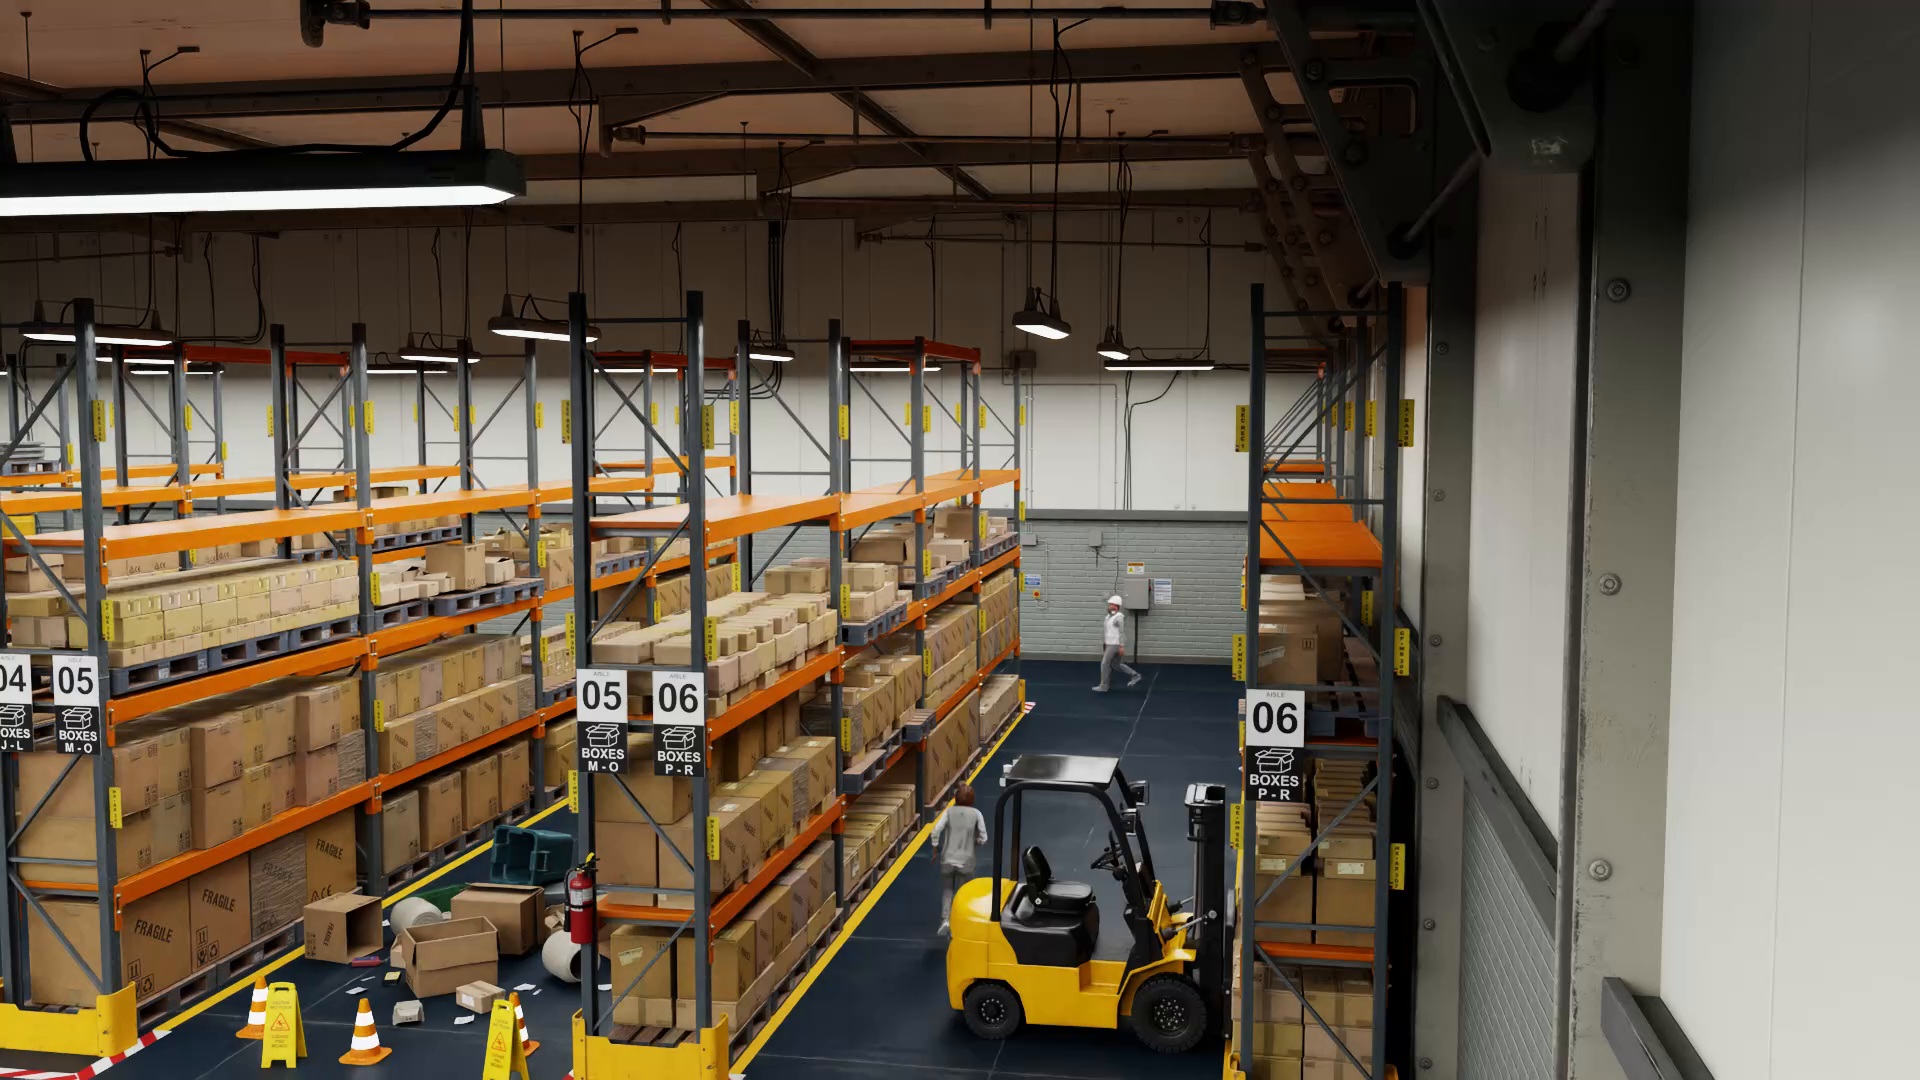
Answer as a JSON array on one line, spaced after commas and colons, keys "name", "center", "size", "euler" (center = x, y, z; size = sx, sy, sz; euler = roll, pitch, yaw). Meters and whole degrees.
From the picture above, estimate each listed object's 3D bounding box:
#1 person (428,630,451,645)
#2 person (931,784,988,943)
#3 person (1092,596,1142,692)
[{"name": "person", "center": [-8.247, 2.204, 26.447], "size": [0.570, 1.724, 0.750], "euler": [0, 5, -5]}, {"name": "person", "center": [-0.008, 3.100, 16.109], "size": [0.525, 1.440, 0.755], "euler": [1, 5, 14]}, {"name": "person", "center": [2.840, 1.870, 30.096], "size": [0.930, 1.744, 0.533], "euler": [0, 5, -3]}]
